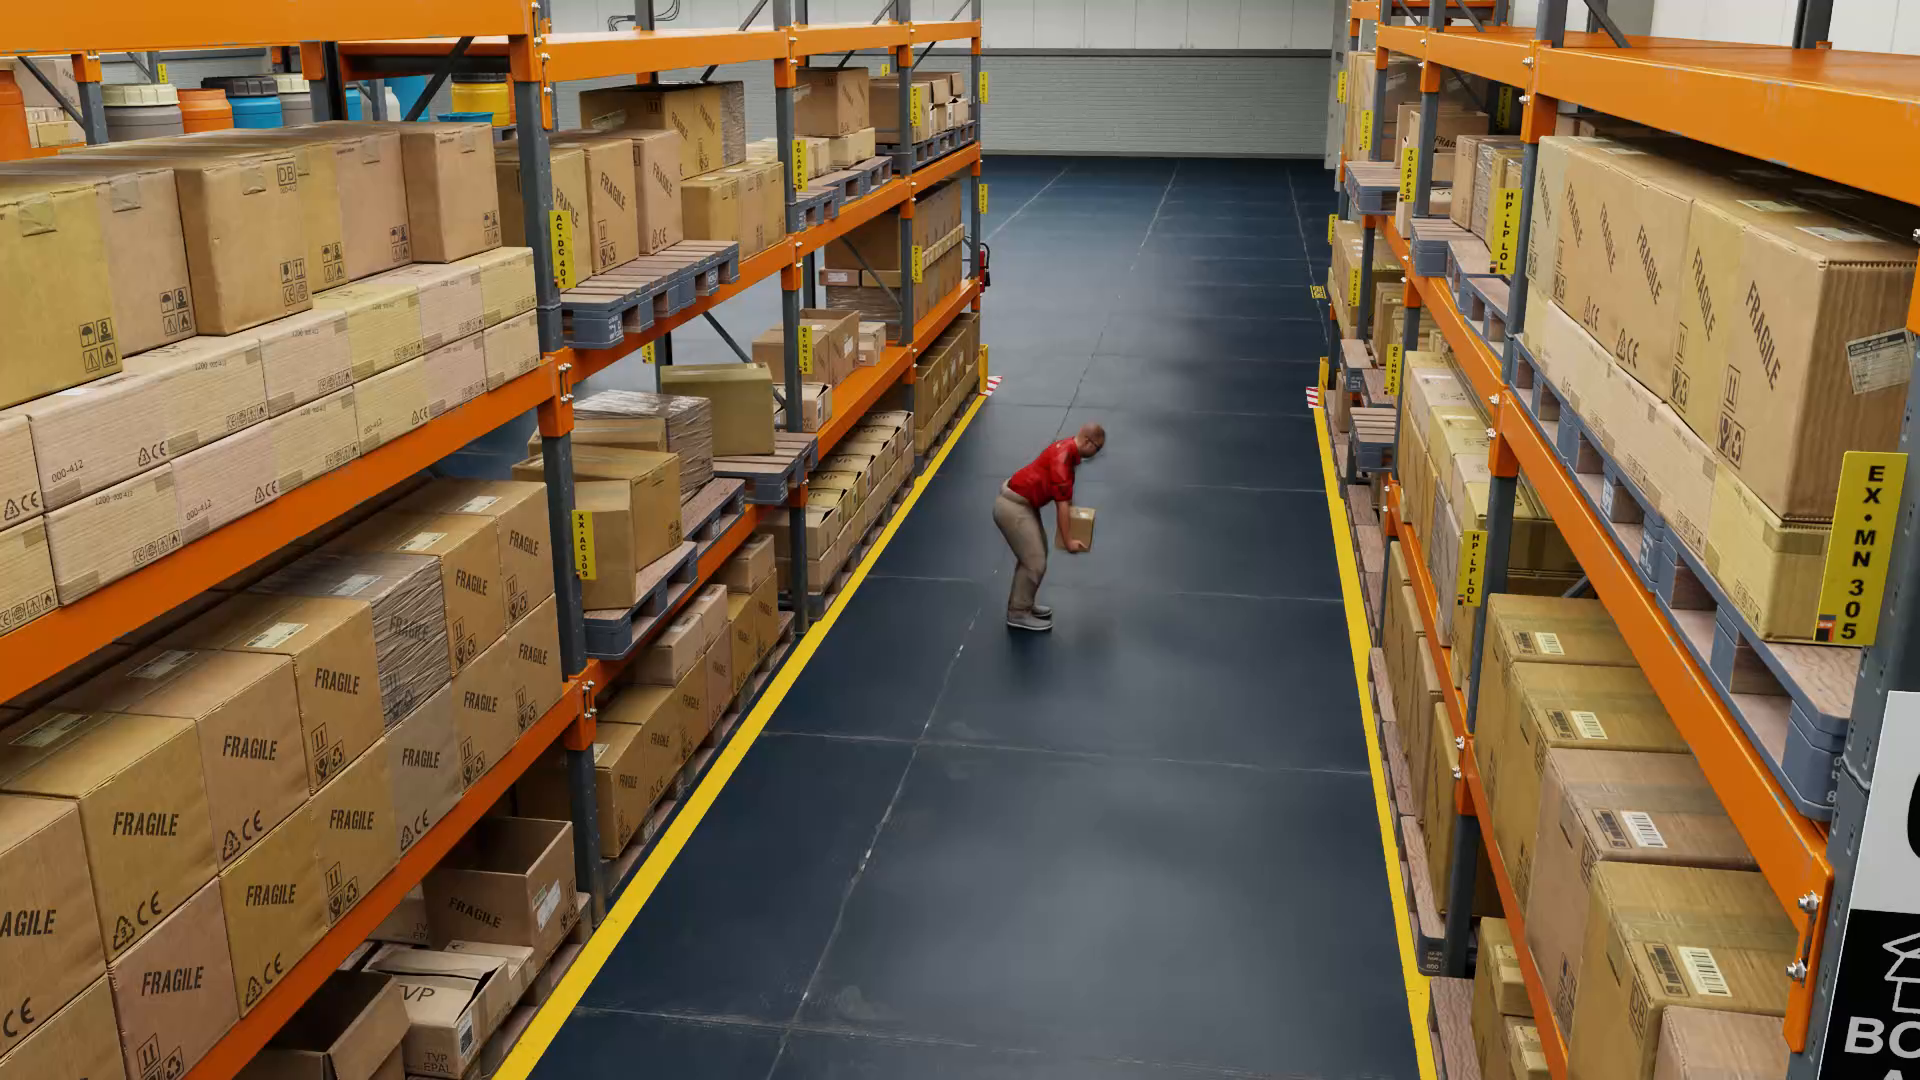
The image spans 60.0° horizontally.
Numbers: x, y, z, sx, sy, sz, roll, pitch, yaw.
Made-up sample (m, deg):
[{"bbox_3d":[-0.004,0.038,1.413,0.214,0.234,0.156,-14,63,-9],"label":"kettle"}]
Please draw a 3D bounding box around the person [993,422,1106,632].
[{"bbox_3d":[0.628,-0.116,11.826,0.779,1.501,0.473,2,18,7],"label":"person"}]
